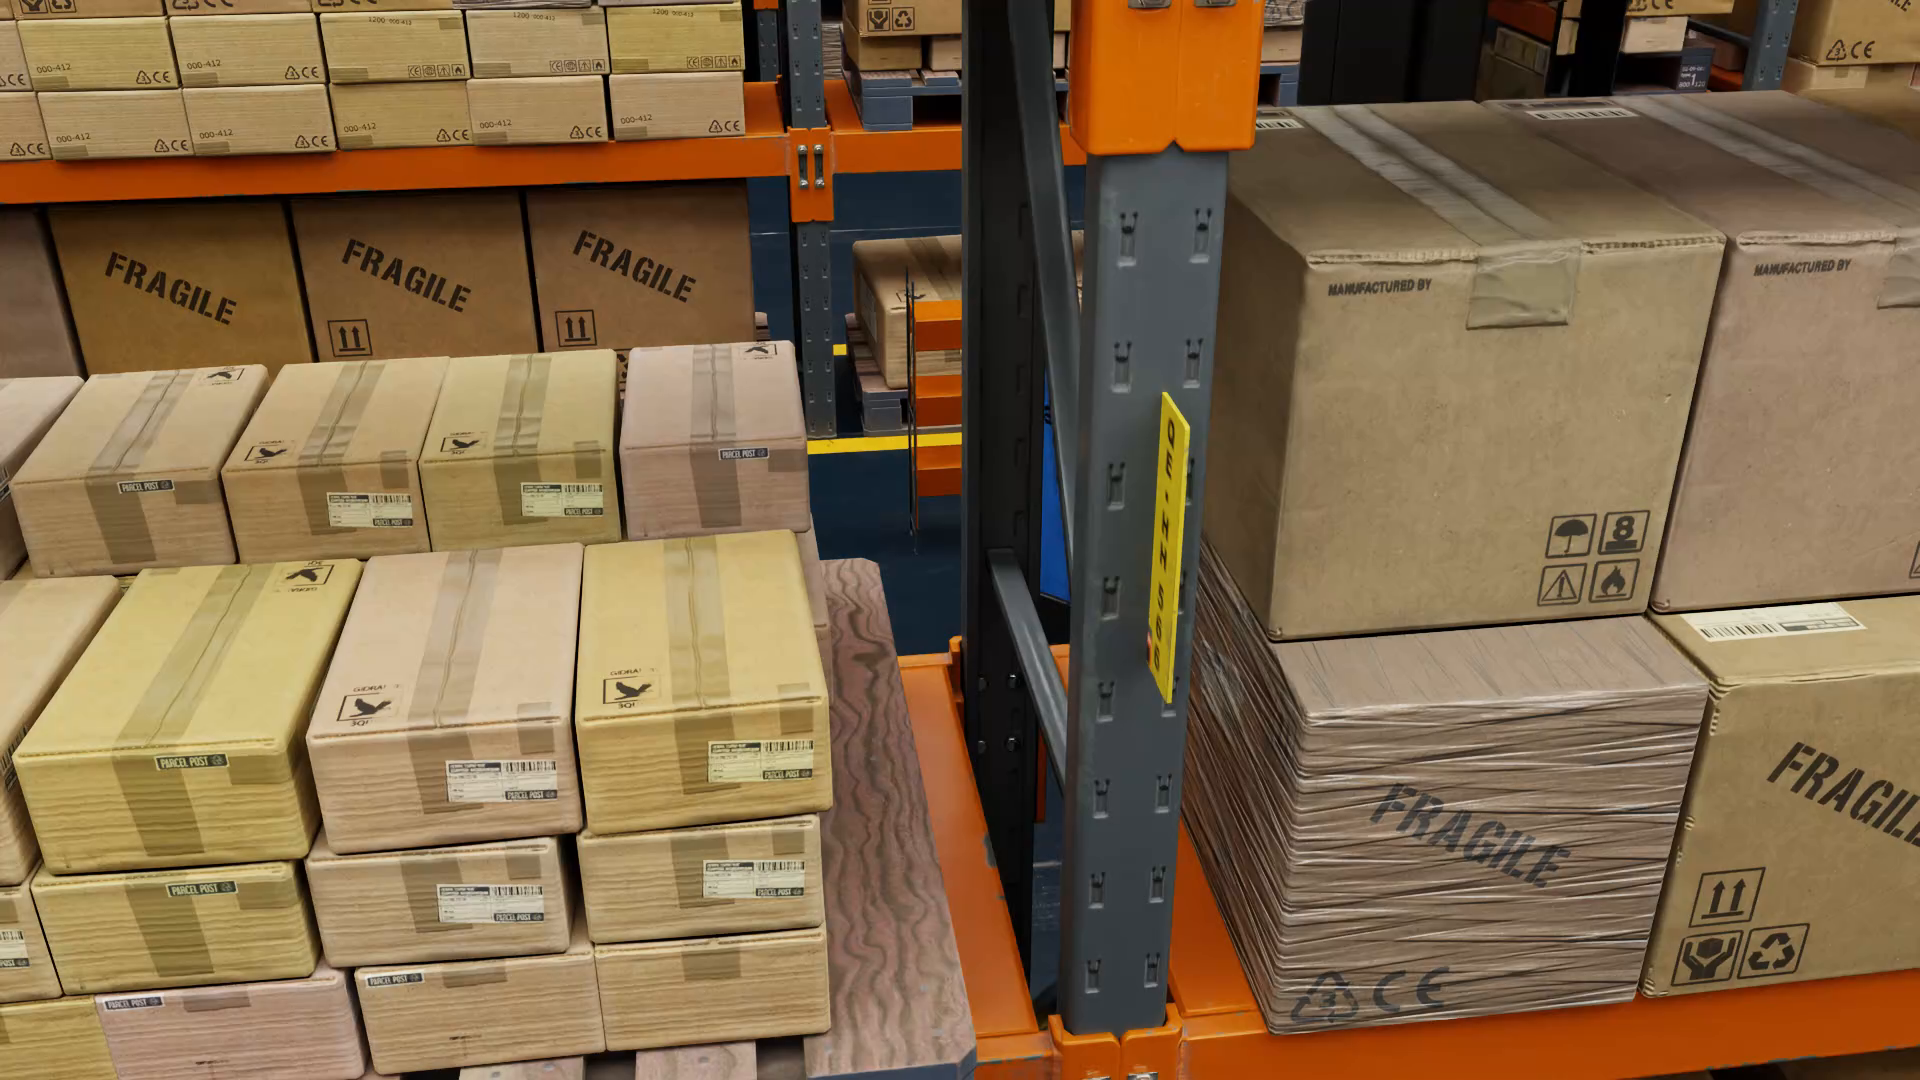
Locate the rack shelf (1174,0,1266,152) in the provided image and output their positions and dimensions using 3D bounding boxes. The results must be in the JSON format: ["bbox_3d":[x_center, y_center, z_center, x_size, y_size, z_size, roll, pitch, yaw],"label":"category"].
[{"bbox_3d":[2.114,-0.896,2.212,4.000,0.370,1.077,-4,27,-7],"label":"rack shelf"}]

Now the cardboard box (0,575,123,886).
[{"bbox_3d":[-1.060,0.195,1.748,0.250,0.149,0.380,-3,27,-6],"label":"cardboard box"}]

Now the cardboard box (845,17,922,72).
[{"bbox_3d":[-0.309,-1.997,6.671,0.250,0.149,0.380,-5,28,-10],"label":"cardboard box"}]

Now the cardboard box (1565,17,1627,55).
[{"bbox_3d":[2.570,-2.148,6.967,0.250,0.149,0.380,-4,28,-9],"label":"cardboard box"}]

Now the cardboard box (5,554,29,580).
[{"bbox_3d":[-1.402,0.047,2.362,0.250,0.149,0.380,-4,27,-7],"label":"cardboard box"}]

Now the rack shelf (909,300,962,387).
[{"bbox_3d":[-0.053,-0.707,5.879,0.240,0.259,0.215,-4,27,-7],"label":"rack shelf"}]

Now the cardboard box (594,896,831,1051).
[{"bbox_3d":[-0.291,0.410,1.980,0.250,0.149,0.380,-3,27,-6],"label":"cardboard box"}]

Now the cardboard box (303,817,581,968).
[{"bbox_3d":[-0.557,0.294,1.881,0.250,0.149,0.380,-3,27,-5],"label":"cardboard box"}]

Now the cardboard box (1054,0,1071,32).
[{"bbox_3d":[0.336,-2.309,6.569,0.500,0.500,0.500,-2,27,-4],"label":"cardboard box"}]

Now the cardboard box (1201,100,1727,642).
[{"bbox_3d":[0.579,-0.267,2.281,0.500,0.500,0.700,-4,27,-7],"label":"cardboard box"}]

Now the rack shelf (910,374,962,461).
[{"bbox_3d":[-0.053,-0.454,6.009,0.240,0.259,0.215,-4,27,-7],"label":"rack shelf"}]

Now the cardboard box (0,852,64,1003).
[{"bbox_3d":[-1.065,0.327,1.816,0.250,0.149,0.380,-4,27,-7],"label":"cardboard box"}]

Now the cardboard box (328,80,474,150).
[{"bbox_3d":[-2.126,-1.705,6.451,0.500,0.250,0.500,-4,27,-8],"label":"cardboard box"}]

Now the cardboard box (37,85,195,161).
[{"bbox_3d":[-3.123,-1.632,6.309,0.500,0.250,0.500,-4,27,-8],"label":"cardboard box"}]

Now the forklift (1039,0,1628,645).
[{"bbox_3d":[1.662,-0.668,4.342,3.031,2.935,1.130,19,33,33],"label":"forklift"}]

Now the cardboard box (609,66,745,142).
[{"bbox_3d":[-1.121,-1.769,6.576,0.500,0.250,0.500,-5,28,-9],"label":"cardboard box"}]

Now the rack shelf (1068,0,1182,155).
[{"bbox_3d":[-1.847,-0.641,1.716,4.000,0.370,1.077,-4,27,-7],"label":"rack shelf"}]

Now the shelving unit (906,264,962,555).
[{"bbox_3d":[-0.053,-0.464,6.004,0.252,1.050,0.215,-4,27,-7],"label":"shelving unit"}]

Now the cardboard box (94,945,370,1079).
[{"bbox_3d":[-0.792,0.442,1.919,0.250,0.149,0.380,-3,27,-6],"label":"cardboard box"}]

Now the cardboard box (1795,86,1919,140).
[{"bbox_3d":[1.588,-0.334,2.410,0.500,0.500,0.700,-4,27,-8],"label":"cardboard box"}]

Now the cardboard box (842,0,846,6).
[{"bbox_3d":[-0.245,-2.504,6.948,0.500,0.500,0.500,-4,27,-9],"label":"cardboard box"}]

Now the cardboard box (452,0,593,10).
[{"bbox_3d":[-1.639,-2.287,6.217,0.500,0.500,0.500,-3,27,-6],"label":"cardboard box"}]

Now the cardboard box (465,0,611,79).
[{"bbox_3d":[-1.608,-1.961,6.403,0.500,0.250,0.500,-4,27,-8],"label":"cardboard box"}]

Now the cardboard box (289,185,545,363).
[{"bbox_3d":[-2.236,-1.166,7.103,0.875,0.875,0.875,-3,27,-6],"label":"cardboard box"}]

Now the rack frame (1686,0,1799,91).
[{"bbox_3d":[3.305,-2.240,7.329,0.127,3.000,1.000,-4,27,-7],"label":"rack frame"}]

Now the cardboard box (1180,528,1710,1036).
[{"bbox_3d":[0.615,0.295,2.280,0.500,0.500,0.500,-3,27,-7],"label":"cardboard box"}]

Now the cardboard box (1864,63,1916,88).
[{"bbox_3d":[3.904,-2.042,7.220,0.250,0.149,0.380,-3,27,-6],"label":"cardboard box"}]

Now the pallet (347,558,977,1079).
[{"bbox_3d":[-0.558,0.425,2.346,1.003,0.211,1.213,-4,27,-7],"label":"pallet"}]

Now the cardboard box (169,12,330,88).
[{"bbox_3d":[-2.626,-1.886,6.257,0.500,0.250,0.500,-4,28,-9],"label":"cardboard box"}]

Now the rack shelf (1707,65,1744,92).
[{"bbox_3d":[5.285,-2.047,7.741,4.000,0.370,1.077,-4,27,-7],"label":"rack shelf"}]

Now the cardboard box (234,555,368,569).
[{"bbox_3d":[-0.905,0.015,2.424,0.250,0.149,0.380,-5,28,-9],"label":"cardboard box"}]

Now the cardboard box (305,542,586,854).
[{"bbox_3d":[-0.537,0.160,1.817,0.250,0.149,0.380,-4,27,-8],"label":"cardboard box"}]

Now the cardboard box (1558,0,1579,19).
[{"bbox_3d":[2.388,-2.438,6.821,0.500,0.500,0.500,-4,27,-7],"label":"cardboard box"}]

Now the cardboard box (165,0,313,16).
[{"bbox_3d":[-2.634,-2.230,6.105,0.500,0.500,0.500,-4,27,-8],"label":"cardboard box"}]

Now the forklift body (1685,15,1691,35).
[{"bbox_3d":[4.947,-3.415,10.549,1.214,2.155,2.313,-4,27,-7],"label":"forklift body"}]

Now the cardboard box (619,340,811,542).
[{"bbox_3d":[-0.356,-0.152,2.423,0.250,0.149,0.380,-4,27,-7],"label":"cardboard box"}]

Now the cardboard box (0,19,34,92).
[{"bbox_3d":[-3.630,-1.833,6.153,0.500,0.250,0.500,-3,27,-6],"label":"cardboard box"}]

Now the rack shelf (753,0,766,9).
[{"bbox_3d":[-3.332,-3.782,11.122,4.000,0.370,1.077,-4,27,-7],"label":"rack shelf"}]

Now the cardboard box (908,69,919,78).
[{"bbox_3d":[-0.086,-3.438,11.806,0.625,0.625,0.875,-3,27,-5],"label":"cardboard box"}]

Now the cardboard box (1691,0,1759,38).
[{"bbox_3d":[3.710,-2.557,7.513,0.500,0.500,0.500,-4,27,-8],"label":"cardboard box"}]

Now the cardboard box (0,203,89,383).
[{"bbox_3d":[-4.015,-1.048,6.874,0.875,0.875,0.875,-3,27,-6],"label":"cardboard box"}]

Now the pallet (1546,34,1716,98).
[{"bbox_3d":[2.527,-2.171,7.406,1.213,0.211,1.003,-4,27,-7],"label":"pallet"}]

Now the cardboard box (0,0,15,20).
[{"bbox_3d":[-3.642,-2.163,5.975,0.500,0.500,0.500,-4,27,-7],"label":"cardboard box"}]

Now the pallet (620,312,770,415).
[{"bbox_3d":[-1.448,-0.729,7.439,1.213,0.211,1.003,-4,27,-7],"label":"pallet"}]

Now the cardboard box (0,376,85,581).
[{"bbox_3d":[-1.391,-0.085,2.294,0.250,0.149,0.380,-2,27,-5],"label":"cardboard box"}]

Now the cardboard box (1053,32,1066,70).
[{"bbox_3d":[0.253,-1.996,6.670,0.250,0.149,0.380,-5,28,-10],"label":"cardboard box"}]

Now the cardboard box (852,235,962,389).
[{"bbox_3d":[-0.096,-1.034,7.399,0.625,0.372,0.950,-5,28,-11],"label":"cardboard box"}]

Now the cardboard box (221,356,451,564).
[{"bbox_3d":[-0.861,-0.120,2.362,0.250,0.149,0.380,-4,27,-7],"label":"cardboard box"}]

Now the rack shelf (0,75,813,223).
[{"bbox_3d":[-2.637,-1.538,6.750,4.000,0.370,1.077,-4,27,-7],"label":"rack shelf"}]

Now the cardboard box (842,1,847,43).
[{"bbox_3d":[-0.365,-2.188,7.043,0.250,0.149,0.380,-3,27,-5],"label":"cardboard box"}]

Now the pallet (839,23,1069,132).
[{"bbox_3d":[0.034,-1.993,7.059,1.003,0.211,1.213,-4,27,-7],"label":"pallet"}]

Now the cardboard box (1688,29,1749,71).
[{"bbox_3d":[3.580,-2.286,7.695,0.250,0.149,0.380,-4,27,-8],"label":"cardboard box"}]

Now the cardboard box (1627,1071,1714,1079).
[{"bbox_3d":[0.749,1.062,2.899,0.750,0.750,1.050,-4,27,-8],"label":"cardboard box"}]

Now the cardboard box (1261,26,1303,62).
[{"bbox_3d":[1.298,-2.078,6.829,0.250,0.149,0.380,-3,27,-5],"label":"cardboard box"}]
